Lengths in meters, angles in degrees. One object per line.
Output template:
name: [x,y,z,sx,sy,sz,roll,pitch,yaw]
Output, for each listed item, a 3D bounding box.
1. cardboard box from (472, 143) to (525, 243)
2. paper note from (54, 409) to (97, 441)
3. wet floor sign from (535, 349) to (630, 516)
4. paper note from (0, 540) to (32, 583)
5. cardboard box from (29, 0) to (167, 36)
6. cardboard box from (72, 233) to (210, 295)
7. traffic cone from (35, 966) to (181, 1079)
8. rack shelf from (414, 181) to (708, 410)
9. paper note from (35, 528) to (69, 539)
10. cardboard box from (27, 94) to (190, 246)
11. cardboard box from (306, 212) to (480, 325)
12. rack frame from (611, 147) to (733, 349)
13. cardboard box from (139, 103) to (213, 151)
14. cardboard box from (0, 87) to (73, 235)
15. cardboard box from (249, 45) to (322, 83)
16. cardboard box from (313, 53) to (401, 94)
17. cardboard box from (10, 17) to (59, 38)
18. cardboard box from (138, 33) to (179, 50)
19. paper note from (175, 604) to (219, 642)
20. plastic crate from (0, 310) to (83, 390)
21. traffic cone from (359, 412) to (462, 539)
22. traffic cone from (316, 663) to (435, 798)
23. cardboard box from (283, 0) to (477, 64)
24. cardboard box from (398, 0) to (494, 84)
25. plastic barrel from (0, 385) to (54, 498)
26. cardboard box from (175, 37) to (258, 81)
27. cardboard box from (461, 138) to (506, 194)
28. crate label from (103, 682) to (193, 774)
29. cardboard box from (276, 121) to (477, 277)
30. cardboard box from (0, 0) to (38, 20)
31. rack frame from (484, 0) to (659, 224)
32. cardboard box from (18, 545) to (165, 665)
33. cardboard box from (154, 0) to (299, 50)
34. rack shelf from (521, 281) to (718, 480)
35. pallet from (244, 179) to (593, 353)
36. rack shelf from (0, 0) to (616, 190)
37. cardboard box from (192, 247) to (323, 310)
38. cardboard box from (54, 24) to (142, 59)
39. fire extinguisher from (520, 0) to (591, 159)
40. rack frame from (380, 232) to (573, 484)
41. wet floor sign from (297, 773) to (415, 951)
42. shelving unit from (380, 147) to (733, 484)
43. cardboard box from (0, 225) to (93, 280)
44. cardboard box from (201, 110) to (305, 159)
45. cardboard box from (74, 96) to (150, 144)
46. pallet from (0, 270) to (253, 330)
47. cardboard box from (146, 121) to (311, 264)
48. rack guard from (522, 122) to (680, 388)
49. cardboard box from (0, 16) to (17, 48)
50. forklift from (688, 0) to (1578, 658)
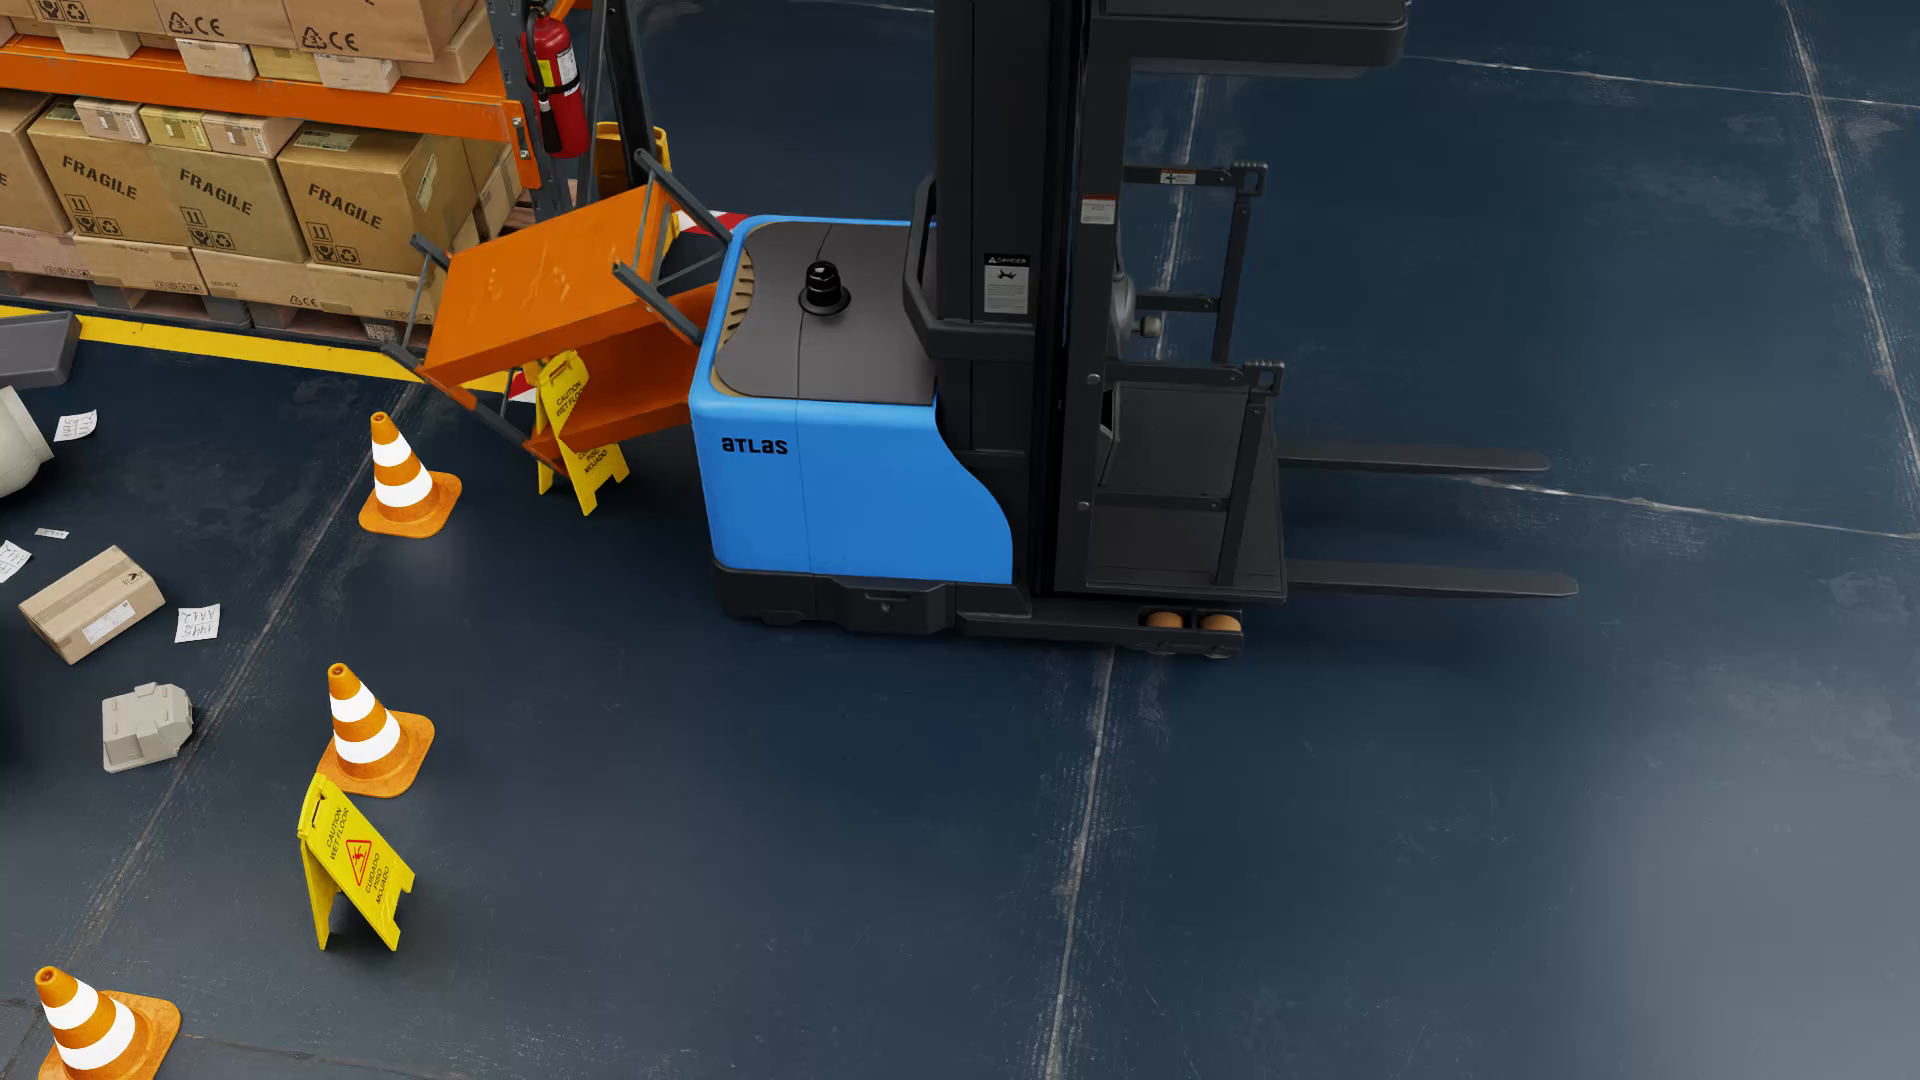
cardboard box: [-2.195,-1.559,7.201,0.500,0.250,0.500,7,48,7]
paper note: [-3.533,-0.459,6.642,0.148,0.019,0.142,-7,48,-7]
wet floor sign: [-1.454,-0.434,6.206,0.232,0.644,0.267,23,52,20]
paper note: [-3.544,0.077,6.168,0.142,0.019,0.148,23,52,20]
cardboard box: [-3.018,-2.170,5.916,0.500,0.500,0.500,7,48,7]
cardboard box: [-3.318,-1.300,6.968,0.500,0.250,0.500,6,48,5]
traffic cone: [-2.502,1.346,4.730,0.334,0.463,0.336,8,49,7]
rack shelf: [-1.367,-0.841,5.727,1.000,0.278,0.538,-12,58,27]
paper note: [-3.422,-0.025,6.266,0.123,0.001,0.032,8,49,7]
cardboard box: [-3.295,-1.555,6.692,0.500,0.500,0.500,7,48,6]
cardboard box: [-2.318,-1.164,6.845,0.500,0.250,0.500,7,48,7]
rack frame: [-0.782,-0.808,5.714,0.032,1.125,0.500,-12,58,27]
cardboard box: [-2.906,-1.668,6.358,0.250,0.149,0.380,8,49,7]
cardboard box: [-3.816,-1.622,6.753,0.500,0.500,0.500,10,49,9]
cardboard box: [-2.374,-1.840,6.055,0.250,0.149,0.380,7,48,6]
cardboard box: [-2.126,-1.790,6.011,0.250,0.149,0.380,7,48,6]
cardboard box: [-3.358,-2.054,6.248,0.250,0.149,0.380,8,49,7]
cardboard box: [-2.860,-1.989,6.189,0.250,0.149,0.380,8,49,7]
paper note: [-2.735,0.295,5.964,0.142,0.019,0.148,-7,48,-7]
plastic crate: [-3.988,-0.774,6.892,0.583,0.080,0.402,-7,48,-7]
traffic cone: [-2.103,-0.294,6.203,0.334,0.463,0.336,8,49,7]
traffic cone: [-1.966,0.564,5.432,0.334,0.463,0.336,8,49,7]
cardboard box: [-2.034,-2.032,5.792,0.500,0.500,0.500,7,48,6]
cardboard box: [-1.857,-1.838,6.054,0.250,0.149,0.380,9,49,8]
plastic barrel: [-3.753,-0.333,6.265,0.512,0.421,0.421,-32,55,-25]
cardboard box: [-2.633,-1.852,6.066,0.250,0.149,0.380,8,49,8]
cardboard box: [-2.219,-1.813,6.924,0.500,0.500,0.500,6,48,6]
crate label: [-2.751,0.614,5.606,0.298,0.136,0.250,-15,50,-13]
cardboard box: [-2.286,-1.416,6.568,0.500,0.500,0.500,8,49,7]
cardboard box: [-3.513,-2.251,5.989,0.500,0.500,0.500,8,49,7]
rack frame: [-1.451,-2.029,6.057,0.127,3.000,1.000,8,49,7]
cardboard box: [-3.099,0.229,5.944,0.250,0.149,0.380,32,56,26]
cardboard box: [-2.526,-2.102,5.855,0.500,0.500,0.500,8,49,7]
rack shelf: [-1.103,-0.607,6.132,1.000,0.278,0.538,-12,58,27]
pallet: [-2.319,-1.240,7.223,1.213,0.211,1.003,8,49,7]
rack shelf: [-3.419,-2.053,6.562,4.000,0.370,1.077,8,49,7]
cardboard box: [-2.802,-1.235,6.909,0.500,0.250,0.500,8,49,7]
cardboard box: [-3.128,-1.956,6.160,0.250,0.149,0.380,7,48,6]
fire extinguisher: [-1.420,-1.651,5.769,0.183,0.674,0.296,8,49,7]
rack frame: [-1.665,-0.619,6.181,0.032,1.125,0.500,-12,58,27]
wet floor sign: [-1.851,0.949,4.963,0.232,0.644,0.267,0,48,0]
shelving unit: [-1.223,-0.714,5.947,1.048,1.125,0.538,-12,58,27]
cardboard box: [-3.805,-1.373,7.034,0.500,0.250,0.500,7,48,6]
cardboard box: [-2.659,-1.632,6.326,0.250,0.149,0.380,9,49,8]
cardboard box: [-3.165,-1.704,6.391,0.250,0.149,0.380,10,49,8]
pallet: [-3.516,-1.403,7.369,1.213,0.211,1.003,8,49,7]
cardboard box: [-2.800,-1.483,6.628,0.500,0.500,0.500,9,49,8]
rack guard: [-1.526,-1.204,6.995,0.348,0.500,1.175,8,49,7]
cardboard box: [-3.624,-2.009,6.207,0.250,0.149,0.380,7,48,7]
forklift: [0.666,-0.975,5.155,3.031,2.935,1.130,3,48,3]
